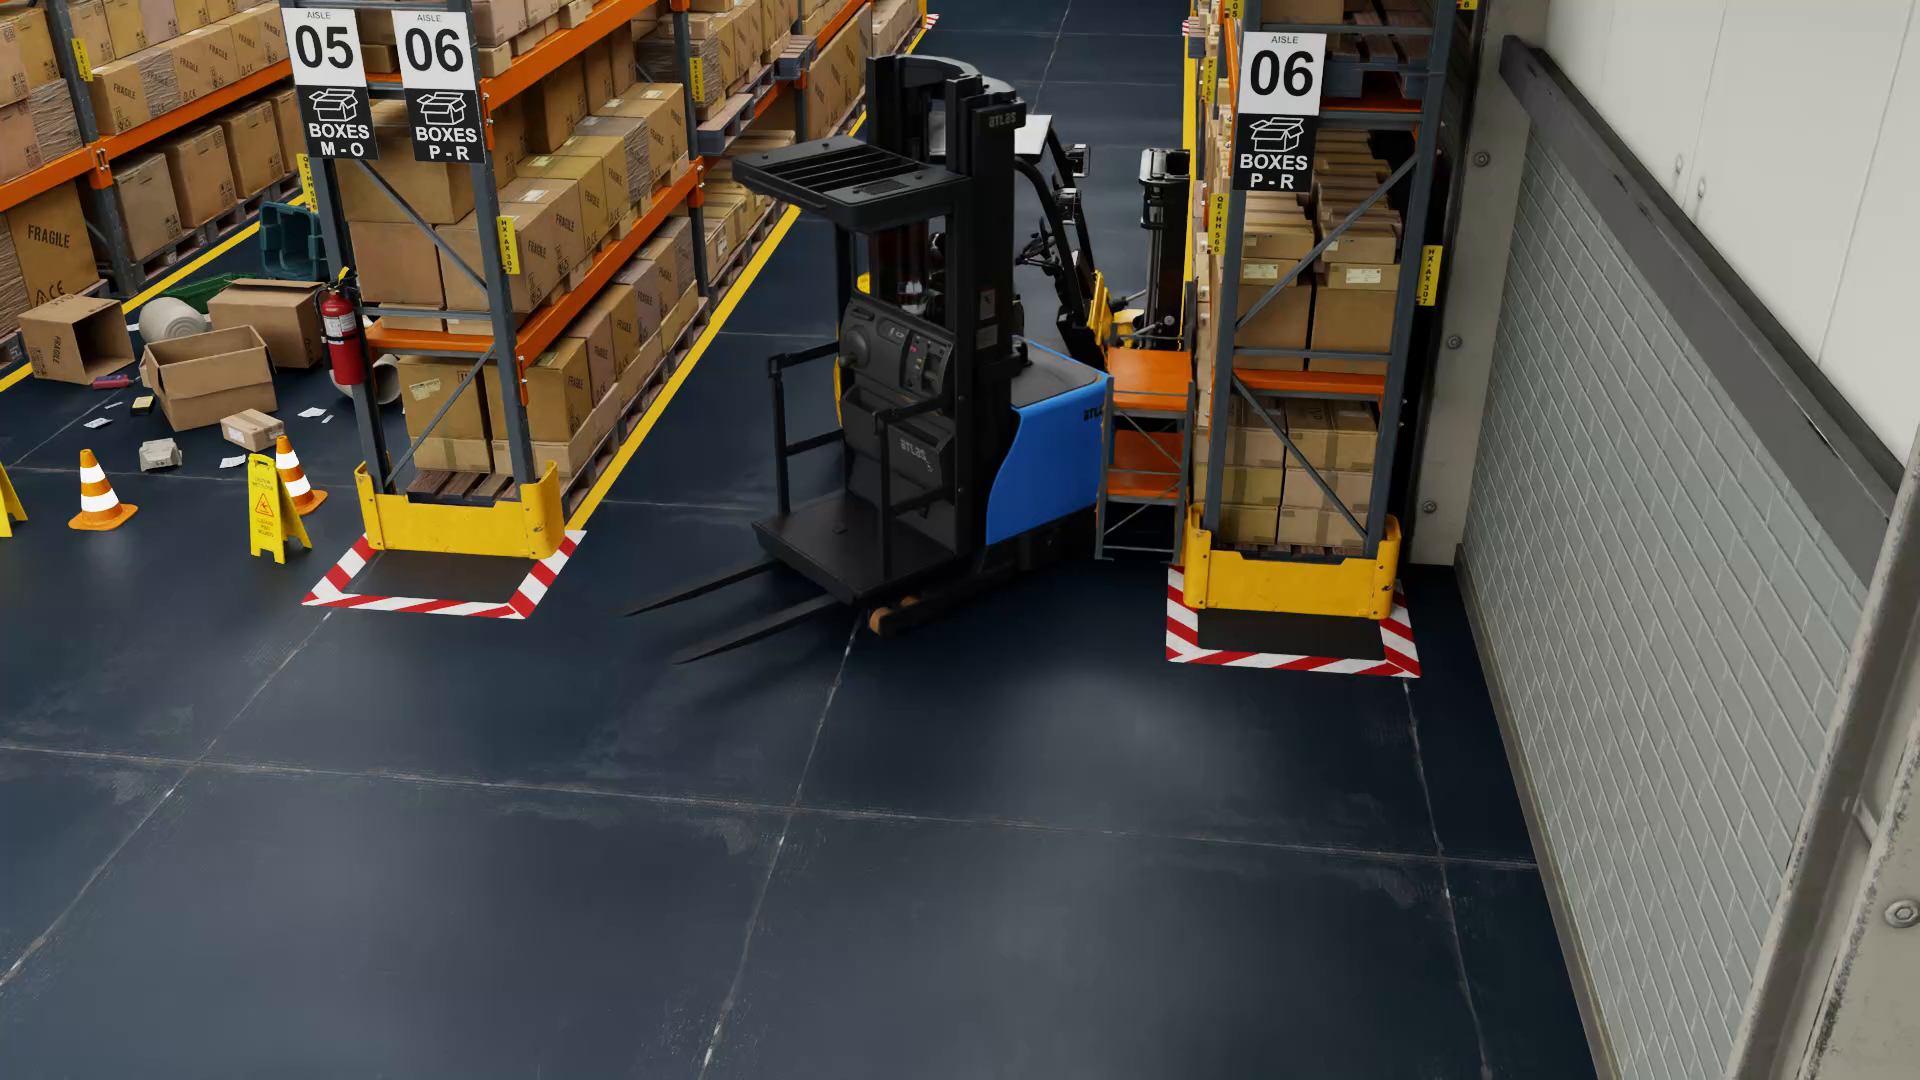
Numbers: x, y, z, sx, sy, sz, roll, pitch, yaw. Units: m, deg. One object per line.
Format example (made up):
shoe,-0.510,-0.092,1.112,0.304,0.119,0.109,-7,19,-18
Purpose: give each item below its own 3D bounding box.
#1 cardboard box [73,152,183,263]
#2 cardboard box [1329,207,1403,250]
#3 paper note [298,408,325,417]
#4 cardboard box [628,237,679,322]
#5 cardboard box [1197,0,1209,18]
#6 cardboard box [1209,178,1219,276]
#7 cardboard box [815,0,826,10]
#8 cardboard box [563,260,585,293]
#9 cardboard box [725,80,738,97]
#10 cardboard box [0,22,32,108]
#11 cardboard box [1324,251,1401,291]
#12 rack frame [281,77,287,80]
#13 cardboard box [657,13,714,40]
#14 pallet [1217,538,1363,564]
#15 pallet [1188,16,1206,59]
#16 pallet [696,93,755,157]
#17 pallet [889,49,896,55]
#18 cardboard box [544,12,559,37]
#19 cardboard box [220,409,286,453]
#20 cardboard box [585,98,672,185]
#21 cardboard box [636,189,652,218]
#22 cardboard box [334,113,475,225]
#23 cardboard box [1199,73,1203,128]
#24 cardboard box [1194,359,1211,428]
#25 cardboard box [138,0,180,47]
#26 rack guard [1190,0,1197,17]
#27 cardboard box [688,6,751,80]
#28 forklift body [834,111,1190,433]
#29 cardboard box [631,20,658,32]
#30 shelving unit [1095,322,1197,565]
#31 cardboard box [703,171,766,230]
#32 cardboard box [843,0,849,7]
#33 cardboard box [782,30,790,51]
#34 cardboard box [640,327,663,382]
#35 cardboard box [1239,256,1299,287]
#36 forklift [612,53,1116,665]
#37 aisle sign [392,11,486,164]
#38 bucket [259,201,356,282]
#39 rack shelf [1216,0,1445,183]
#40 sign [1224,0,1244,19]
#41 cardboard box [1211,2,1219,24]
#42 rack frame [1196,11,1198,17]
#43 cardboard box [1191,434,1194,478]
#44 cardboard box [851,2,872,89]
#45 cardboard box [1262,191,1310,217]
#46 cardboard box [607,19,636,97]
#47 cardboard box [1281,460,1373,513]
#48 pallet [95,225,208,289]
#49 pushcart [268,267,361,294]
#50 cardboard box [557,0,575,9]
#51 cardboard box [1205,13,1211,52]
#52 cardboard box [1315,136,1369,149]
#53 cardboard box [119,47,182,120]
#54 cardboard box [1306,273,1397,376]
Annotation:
cardboard box,-7.490,-2.895,14.390,1.050,0.750,0.750,3,28,6
cardboard box,2.233,-1.721,9.179,0.380,0.149,0.250,4,29,8
paper note,-4.648,-0.920,11.937,0.148,0.019,0.142,14,31,24
cardboard box,-2.418,-1.934,12.343,0.500,0.500,0.500,4,29,7
cardboard box,2.673,-5.393,16.814,0.500,0.250,0.500,2,28,4
cardboard box,1.871,-2.007,10.707,0.500,0.500,0.500,4,29,7
cardboard box,-1.690,-5.667,17.238,0.500,0.250,0.500,4,29,7
cardboard box,-2.588,-1.674,10.460,0.380,0.149,0.250,4,29,7
cardboard box,-2.099,-3.853,14.061,0.380,0.149,0.250,4,29,7
cardboard box,-7.508,-3.507,12.301,0.875,0.550,0.550,3,28,6
cardboard box,2.184,-1.468,9.022,0.380,0.149,0.250,3,28,5
rack frame,-6.987,-5.286,16.899,1.000,3.000,0.127,3,28,6
cardboard box,-2.143,-4.009,12.984,0.380,0.149,0.250,3,28,6
pallet,1.937,-0.128,10.265,1.003,0.211,1.213,3,28,6
pallet,2.879,-4.998,16.567,1.213,0.211,1.003,3,28,6
pallet,-2.314,-3.430,13.656,1.003,0.211,1.213,3,28,6
pallet,-1.401,-6.055,21.266,1.003,0.211,1.213,3,28,6
cardboard box,-2.634,-3.122,9.985,0.380,0.149,0.250,2,28,5
cardboard box,-4.886,-0.759,11.502,0.380,0.149,0.250,20,34,32
cardboard box,-2.415,-2.872,11.999,0.500,0.500,0.500,4,29,8
cardboard box,-2.410,-2.405,11.816,0.380,0.149,0.250,3,28,5
cardboard box,-3.196,-2.148,9.602,0.700,0.500,0.500,3,28,5
cardboard box,2.882,-4.782,18.157,0.500,0.500,0.500,2,28,4
cardboard box,1.689,-0.884,10.130,0.500,0.250,0.500,4,29,7
cardboard box,-7.298,-4.601,14.469,0.700,0.500,0.500,4,29,7
rack guard,3.836,-7.389,23.438,1.175,0.500,0.348,3,28,6
cardboard box,-2.075,-4.195,14.012,0.500,0.500,0.500,3,28,6
forklift body,0.307,-1.618,10.986,2.313,2.155,1.214,3,28,6
cardboard box,-2.663,-3.987,13.626,0.500,0.500,0.500,4,29,6
shelving unit,1.111,-0.601,10.019,0.538,1.125,1.048,4,25,5
cardboard box,-2.322,-3.104,15.177,0.950,0.372,0.625,4,29,8
cardboard box,-1.520,-6.161,18.681,0.500,0.250,0.500,3,28,5
cardboard box,-1.816,-4.701,15.635,0.380,0.149,0.250,3,28,6
cardboard box,-2.479,-1.353,12.055,0.500,0.250,0.500,4,29,7
cardboard box,1.649,-1.503,9.087,0.380,0.149,0.250,4,29,7
forklift,-0.516,-1.032,9.074,3.031,2.935,1.130,-21,35,-34
aisle sign,-2.742,-2.377,8.759,0.394,0.787,0.004,3,28,6
bucket,-5.205,-2.433,13.453,0.726,0.611,0.620,14,21,24
rack shelf,2.130,-2.939,10.138,1.077,0.370,4.000,3,28,6
sign,1.348,-2.707,8.099,0.100,0.325,0.005,3,28,6
cardboard box,2.502,-4.830,15.264,0.380,0.149,0.250,4,29,7
rack frame,3.845,-8.525,22.911,1.000,3.000,0.127,3,28,6
cardboard box,1.699,-0.441,10.362,0.500,0.250,0.500,3,28,6
cardboard box,-1.568,-5.882,19.802,0.875,0.875,0.875,4,29,8
cardboard box,1.829,-1.990,9.679,0.380,0.149,0.250,4,29,7
cardboard box,-2.821,-3.584,12.266,0.700,0.500,0.500,3,28,6
cardboard box,2.149,-0.397,9.754,0.500,0.250,0.500,4,29,7
pallet,-7.457,-2.543,14.748,1.003,0.211,1.213,3,28,6
pushcart,-4.821,-2.118,13.783,1.648,0.377,0.936,-6,29,-11
cardboard box,-2.606,-3.368,10.021,0.500,0.250,0.500,4,29,8
cardboard box,2.544,-4.720,15.480,0.500,0.250,0.500,3,28,6
cardboard box,2.385,-2.451,10.533,0.380,0.149,0.250,4,29,8
cardboard box,-7.084,-3.917,14.252,0.500,0.500,0.500,4,29,7
cardboard box,2.221,-1.255,9.311,0.500,0.500,0.500,4,29,8
